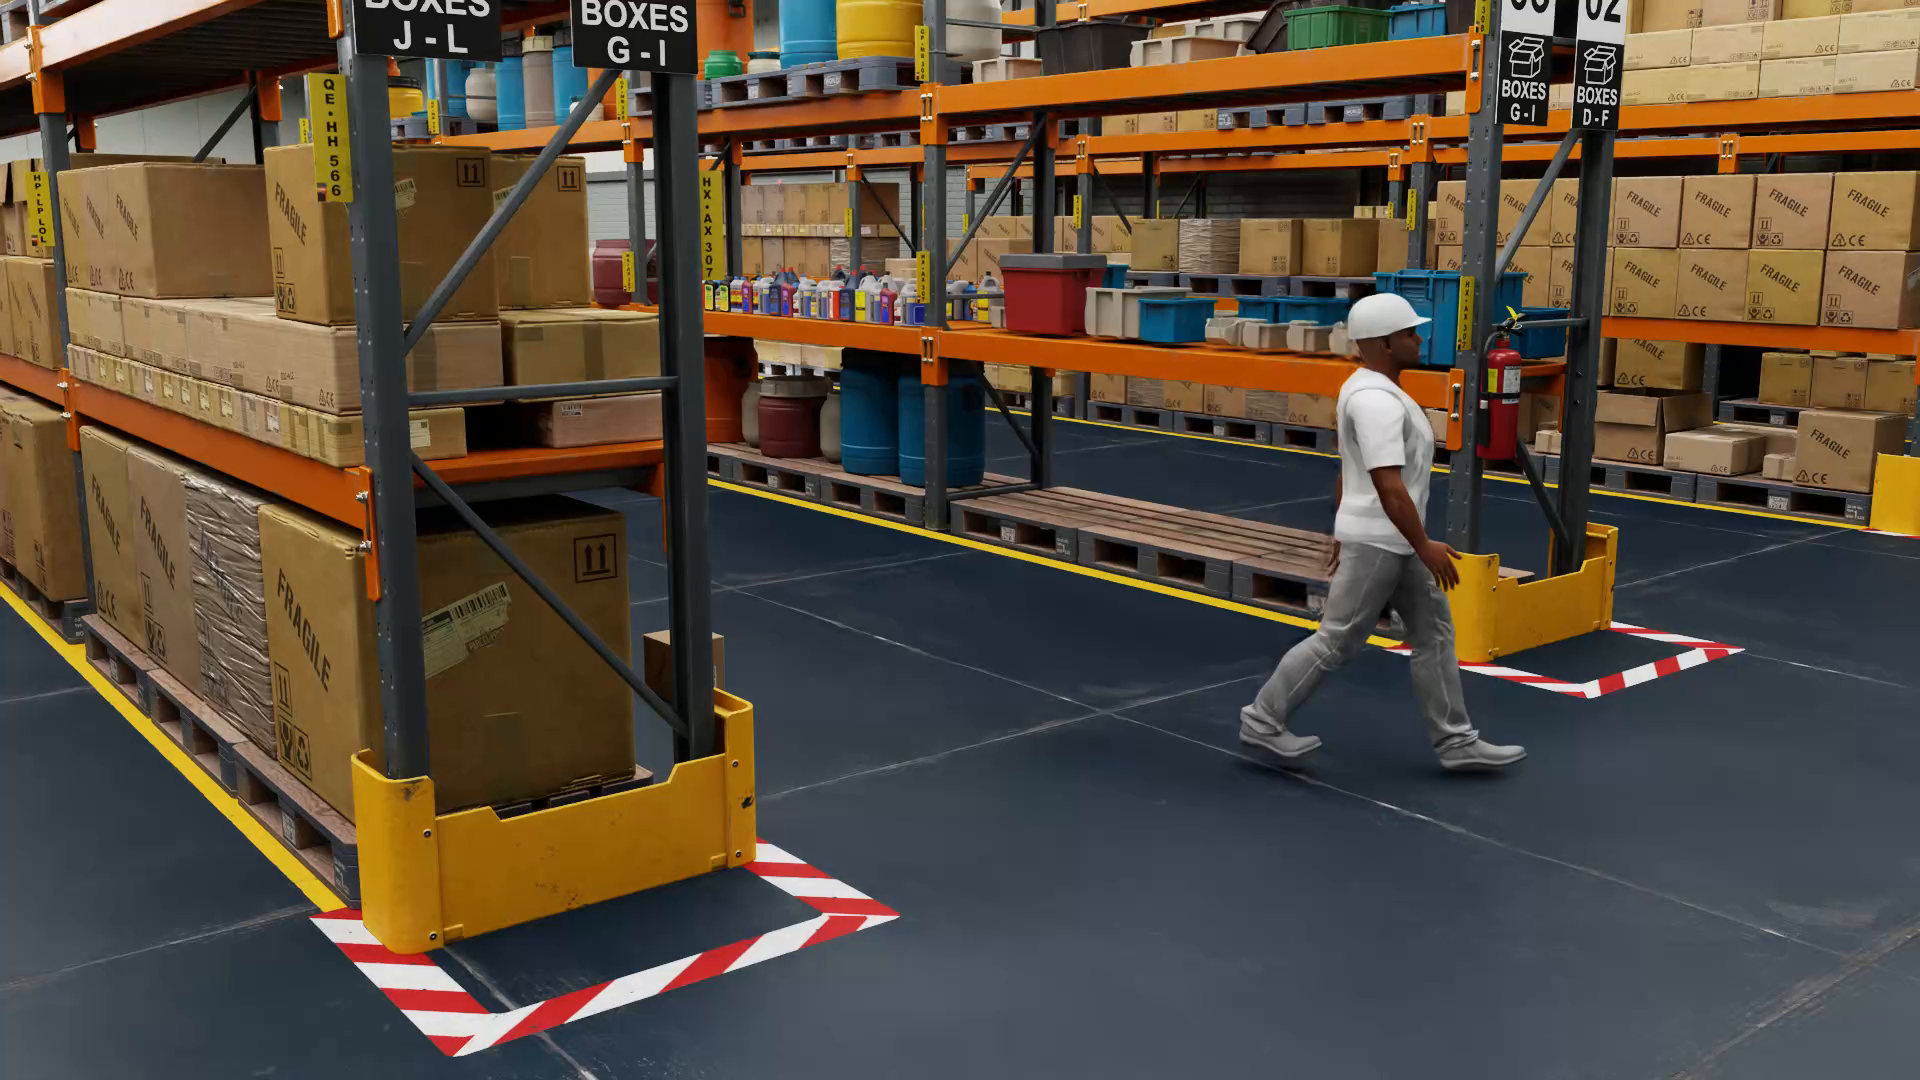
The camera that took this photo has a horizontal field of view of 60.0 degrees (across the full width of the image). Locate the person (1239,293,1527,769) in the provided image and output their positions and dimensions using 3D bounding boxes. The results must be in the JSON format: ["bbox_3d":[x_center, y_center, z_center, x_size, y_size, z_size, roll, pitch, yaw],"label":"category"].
[{"bbox_3d":[1.541,-0.010,5.937,1.024,1.724,0.573,3,11,17],"label":"person"}]
